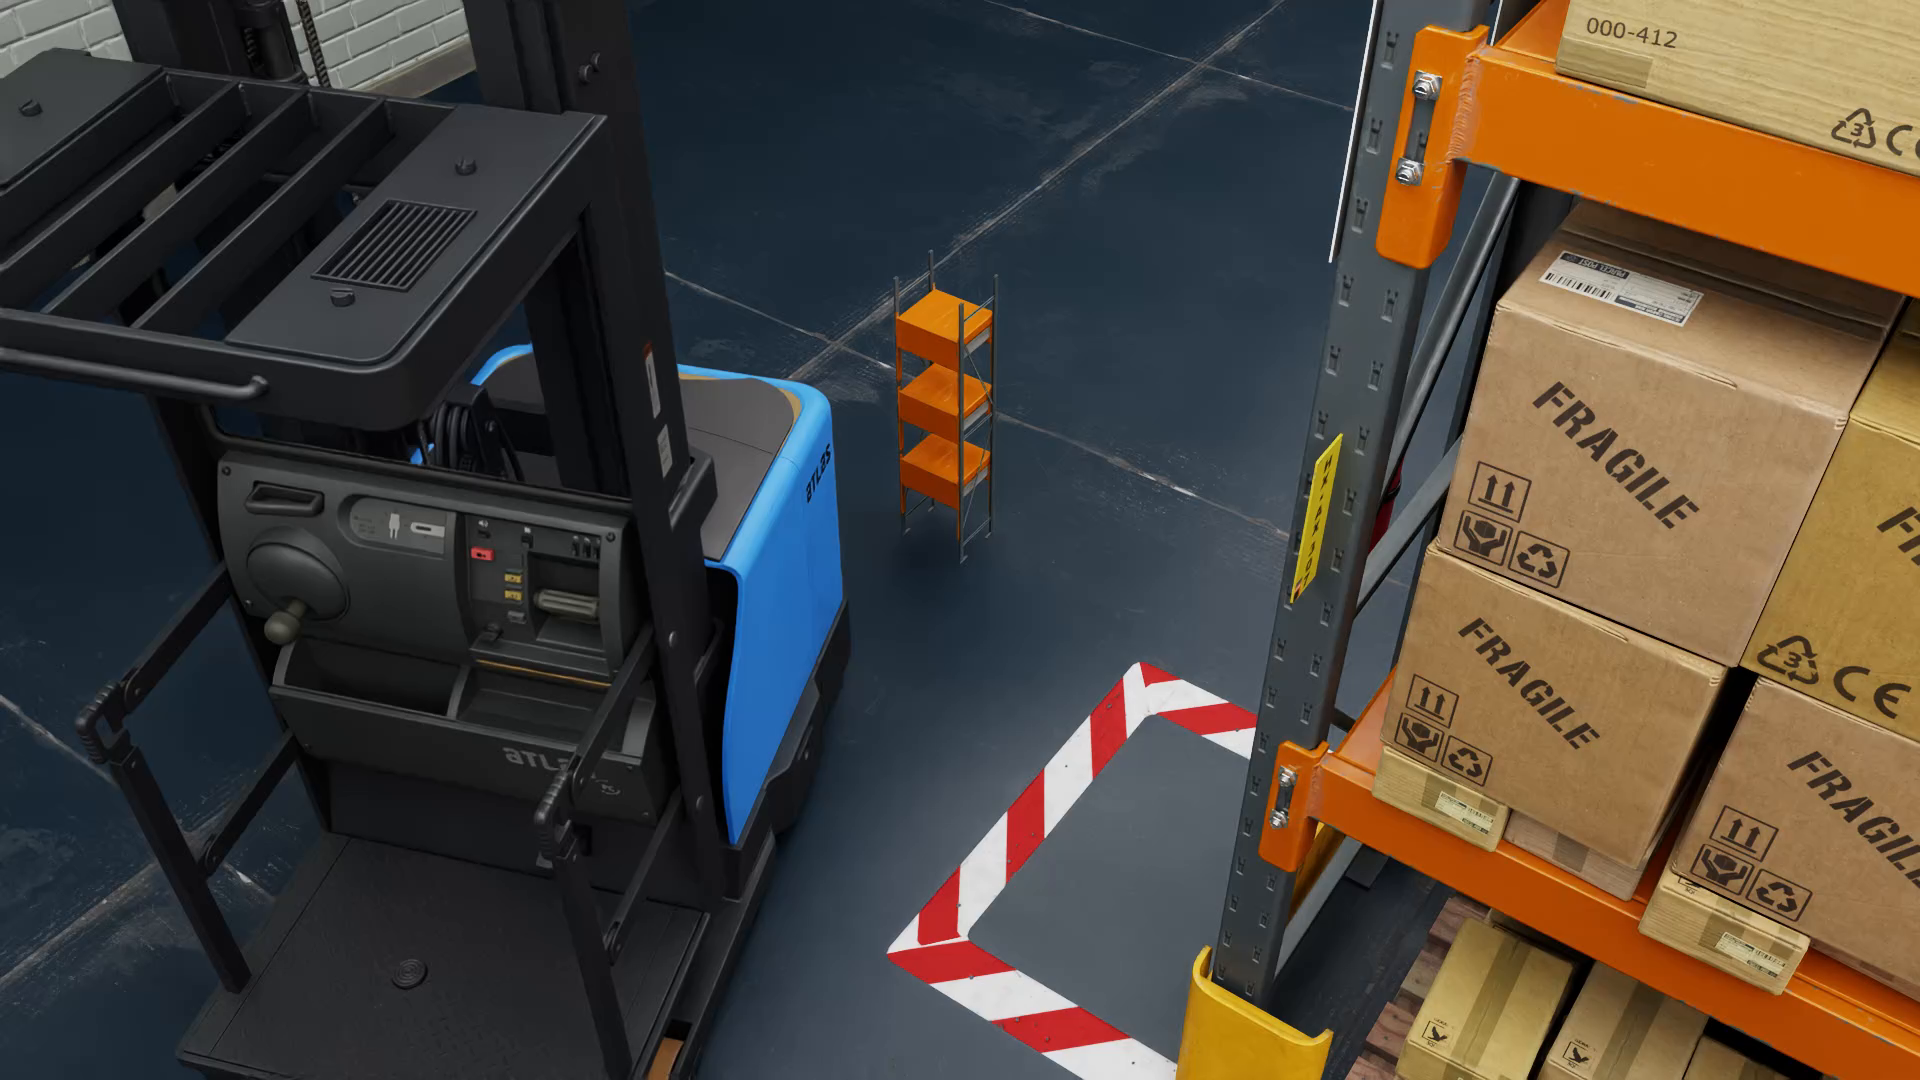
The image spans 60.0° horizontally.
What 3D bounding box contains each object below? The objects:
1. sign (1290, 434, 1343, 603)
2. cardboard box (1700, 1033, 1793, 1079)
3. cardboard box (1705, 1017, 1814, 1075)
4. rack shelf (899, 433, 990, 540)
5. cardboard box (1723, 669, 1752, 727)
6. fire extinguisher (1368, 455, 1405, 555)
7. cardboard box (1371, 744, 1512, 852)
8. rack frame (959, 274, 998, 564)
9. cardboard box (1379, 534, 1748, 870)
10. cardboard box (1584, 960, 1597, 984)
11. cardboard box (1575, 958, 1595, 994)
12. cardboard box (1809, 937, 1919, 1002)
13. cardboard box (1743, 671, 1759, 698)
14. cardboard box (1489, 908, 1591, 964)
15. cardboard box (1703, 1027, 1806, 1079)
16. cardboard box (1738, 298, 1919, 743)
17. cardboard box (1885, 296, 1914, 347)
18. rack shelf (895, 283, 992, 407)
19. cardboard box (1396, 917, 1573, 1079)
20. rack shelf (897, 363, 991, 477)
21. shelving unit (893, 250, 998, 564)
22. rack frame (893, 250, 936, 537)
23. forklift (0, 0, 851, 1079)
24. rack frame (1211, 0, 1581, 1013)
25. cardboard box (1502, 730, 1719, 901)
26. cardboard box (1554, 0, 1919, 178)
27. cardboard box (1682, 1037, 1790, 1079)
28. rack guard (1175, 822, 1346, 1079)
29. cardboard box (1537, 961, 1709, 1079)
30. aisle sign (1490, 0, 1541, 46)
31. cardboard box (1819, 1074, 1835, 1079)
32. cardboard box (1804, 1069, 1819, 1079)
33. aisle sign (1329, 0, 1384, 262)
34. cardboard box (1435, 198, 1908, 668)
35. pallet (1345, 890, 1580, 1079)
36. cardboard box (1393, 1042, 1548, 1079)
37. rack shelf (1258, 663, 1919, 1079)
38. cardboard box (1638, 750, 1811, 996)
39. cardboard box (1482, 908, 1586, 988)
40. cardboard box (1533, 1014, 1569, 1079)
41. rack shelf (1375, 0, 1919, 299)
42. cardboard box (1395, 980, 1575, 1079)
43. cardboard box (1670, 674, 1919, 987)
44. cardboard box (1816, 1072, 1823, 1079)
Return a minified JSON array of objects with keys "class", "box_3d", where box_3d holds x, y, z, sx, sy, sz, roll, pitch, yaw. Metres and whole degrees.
[{"class":"sign","box_3d":[0.620,-0.034,2.890,0.005,0.325,0.100,25,48,25]},{"class":"cardboard box","box_3d":[1.655,1.309,3.638,0.250,0.149,0.380,26,48,26]},{"class":"cardboard box","box_3d":[1.953,1.031,3.948,0.250,0.149,0.380,23,47,24]},{"class":"rack shelf","box_3d":[-0.044,-0.197,5.615,0.240,0.259,0.215,25,48,25]},{"class":"cardboard box","box_3d":[1.756,0.260,3.399,0.250,0.149,0.380,25,47,25]},{"class":"fire extinguisher","box_3d":[0.990,-0.189,4.049,0.183,0.674,0.296,25,48,25]},{"class":"cardboard box","box_3d":[1.008,0.389,3.254,0.250,0.149,0.380,25,47,25]},{"class":"rack frame","box_3d":[0.056,-0.365,5.371,0.008,1.050,0.200,25,48,25]},{"class":"cardboard box","box_3d":[1.140,0.167,3.016,0.500,0.500,0.500,27,49,27]},{"class":"cardboard box","box_3d":[1.710,0.963,4.024,0.250,0.149,0.380,24,47,24]},{"class":"cardboard box","box_3d":[1.750,1.029,4.174,0.250,0.149,0.380,27,48,27]},{"class":"cardboard box","box_3d":[1.721,0.620,2.996,0.250,0.149,0.380,27,49,27]},{"class":"cardboard box","box_3d":[1.865,0.076,3.118,0.500,0.500,0.500,24,47,25]},{"class":"cardboard box","box_3d":[1.527,0.833,4.169,0.250,0.149,0.380,24,47,24]},{"class":"cardboard box","box_3d":[1.917,1.177,4.008,0.250,0.149,0.380,25,47,25]},{"class":"cardboard box","box_3d":[1.563,-0.022,2.477,0.500,0.500,0.500,26,48,26]},{"class":"cardboard box","box_3d":[1.448,-0.489,2.999,0.500,0.500,0.500,24,47,25]},{"class":"rack shelf","box_3d":[-0.044,-0.615,5.241,0.240,0.259,0.215,25,48,25]},{"class":"cardboard box","box_3d":[1.165,1.062,3.690,0.250,0.149,0.380,23,47,24]},{"class":"rack shelf","box_3d":[-0.044,-0.404,5.430,0.240,0.259,0.215,25,48,25]},{"class":"shelving unit","box_3d":[-0.044,-0.412,5.423,0.252,1.050,0.215,25,48,25]},{"class":"rack frame","box_3d":[-0.144,-0.458,5.475,0.008,1.050,0.200,25,48,25]},{"class":"forklift","box_3d":[-1.197,0.155,3.379,1.130,2.935,3.031,9,43,10]},{"class":"rack frame","box_3d":[0.931,-0.008,3.509,0.127,3.000,1.000,25,48,25]},{"class":"cardboard box","box_3d":[1.240,0.464,3.171,0.250,0.149,0.380,27,48,27]},{"class":"cardboard box","box_3d":[1.152,-0.758,2.211,0.500,0.250,0.500,27,48,27]},{"class":"cardboard box","box_3d":[1.592,1.269,3.460,0.250,0.149,0.380,25,47,25]},{"class":"rack guard","box_3d":[0.993,0.953,4.310,0.348,0.500,1.175,25,48,25]},{"class":"cardboard box","box_3d":[1.460,1.102,3.645,0.250,0.149,0.380,26,48,26]},{"class":"aisle sign","box_3d":[1.043,-1.168,2.857,0.004,0.787,0.394,25,48,25]},{"class":"cardboard box","box_3d":[1.843,1.318,3.404,0.250,0.149,0.380,23,47,23]},{"class":"cardboard box","box_3d":[2.127,1.264,3.910,0.250,0.149,0.380,26,48,26]},{"class":"aisle sign","box_3d":[0.699,-0.841,2.491,0.004,0.787,0.394,25,48,25]},{"class":"cardboard box","box_3d":[1.146,-0.212,2.689,0.500,0.500,0.500,25,47,25]},{"class":"pallet","box_3d":[1.638,1.391,4.037,1.213,0.211,1.003,25,48,25]},{"class":"cardboard box","box_3d":[1.176,1.273,3.900,0.250,0.149,0.380,26,48,26]},{"class":"rack shelf","box_3d":[2.568,1.026,2.893,4.000,0.370,1.077,25,48,25]},{"class":"cardboard box","box_3d":[1.430,0.596,3.023,0.250,0.149,0.380,24,47,24]},{"class":"cardboard box","box_3d":[1.482,0.986,4.222,0.250,0.149,0.380,26,48,26]},{"class":"cardboard box","box_3d":[1.437,1.329,3.838,0.250,0.149,0.380,25,47,25]},{"class":"rack shelf","box_3d":[2.568,-0.092,1.893,4.000,0.370,1.077,25,48,25]},{"class":"cardboard box","box_3d":[1.213,1.128,3.840,0.250,0.149,0.380,27,48,27]},{"class":"cardboard box","box_3d":[1.593,0.358,2.803,0.500,0.500,0.500,25,48,25]},{"class":"cardboard box","box_3d":[2.114,1.191,3.770,0.250,0.149,0.380,25,47,25]}]
